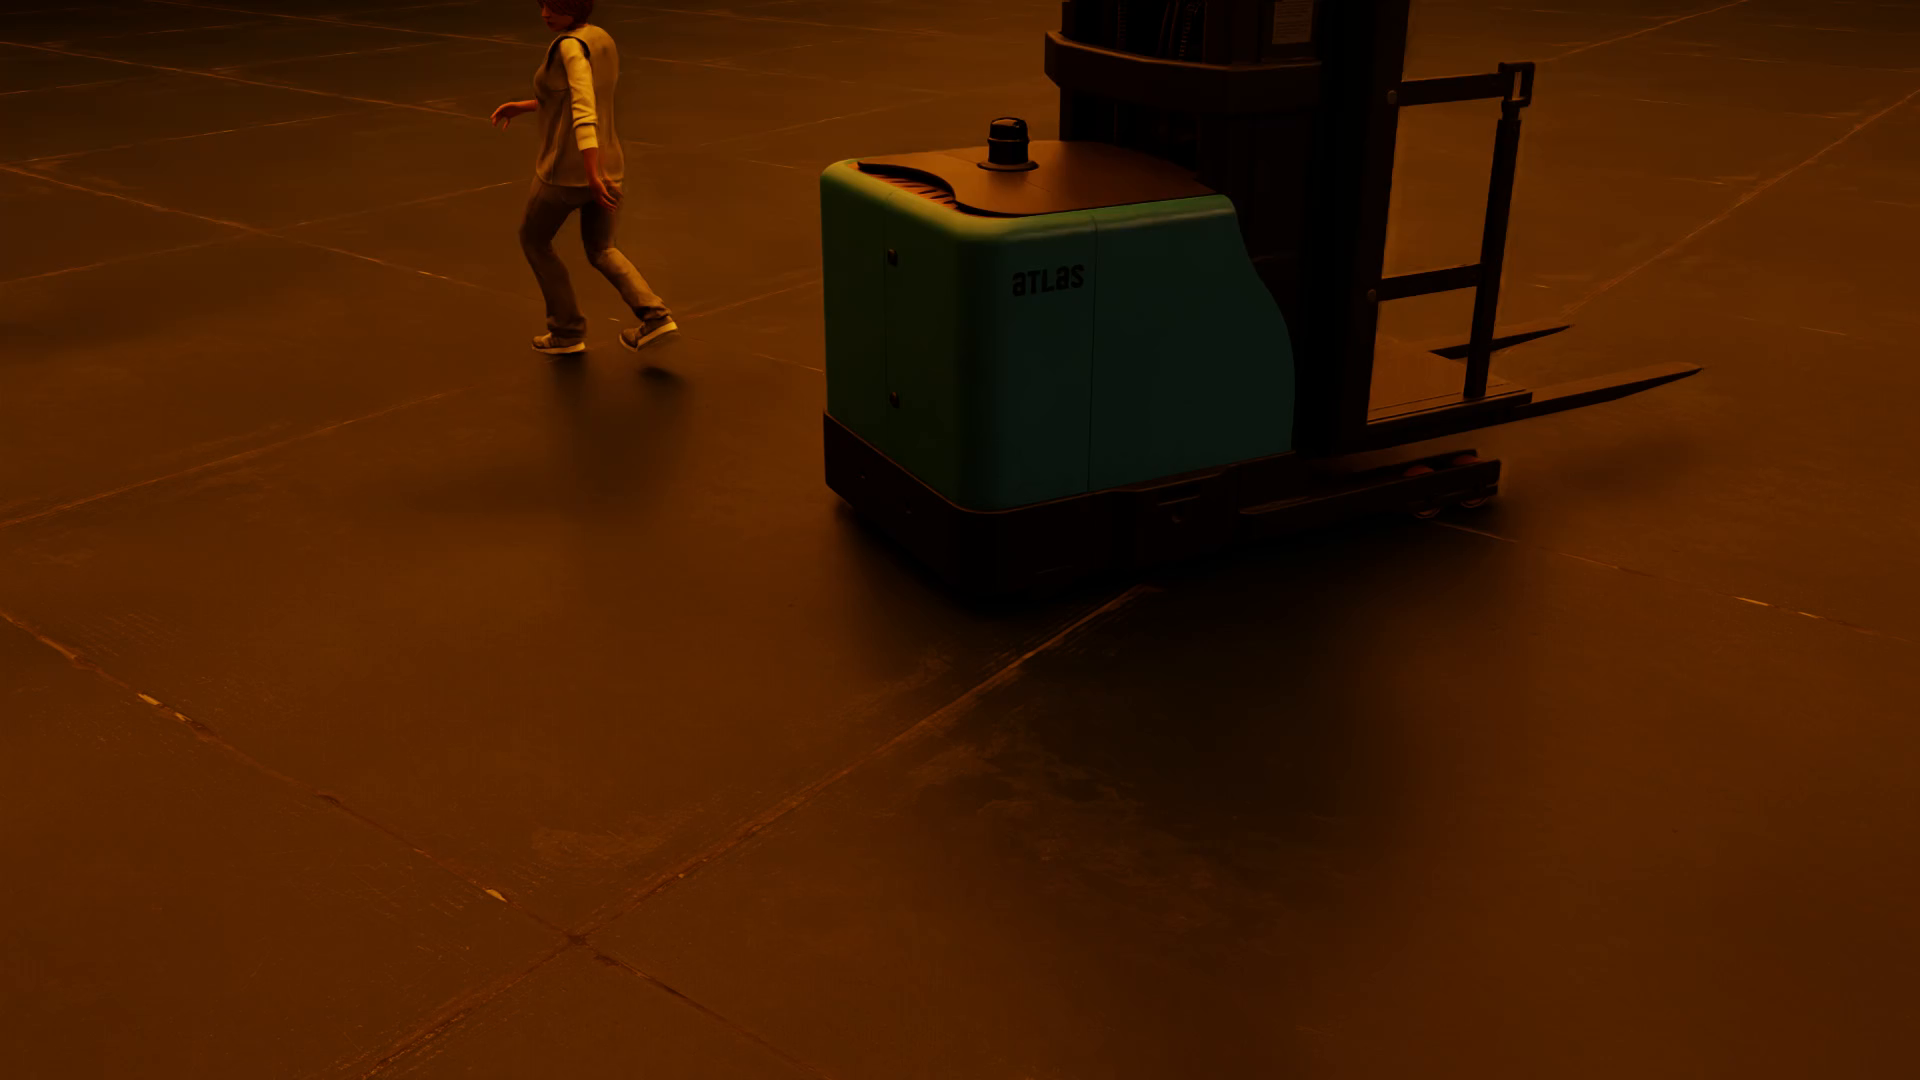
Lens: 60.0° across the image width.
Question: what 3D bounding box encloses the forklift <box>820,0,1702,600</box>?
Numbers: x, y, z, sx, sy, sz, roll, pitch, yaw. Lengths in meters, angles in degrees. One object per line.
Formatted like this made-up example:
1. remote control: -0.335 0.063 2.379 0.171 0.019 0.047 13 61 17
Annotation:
1. forklift: 1.121 -1.581 4.976 3.031 2.935 1.130 -12 26 -25

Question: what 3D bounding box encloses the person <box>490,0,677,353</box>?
1. person: -1.457 -1.409 6.388 0.720 1.520 0.465 14 27 29
